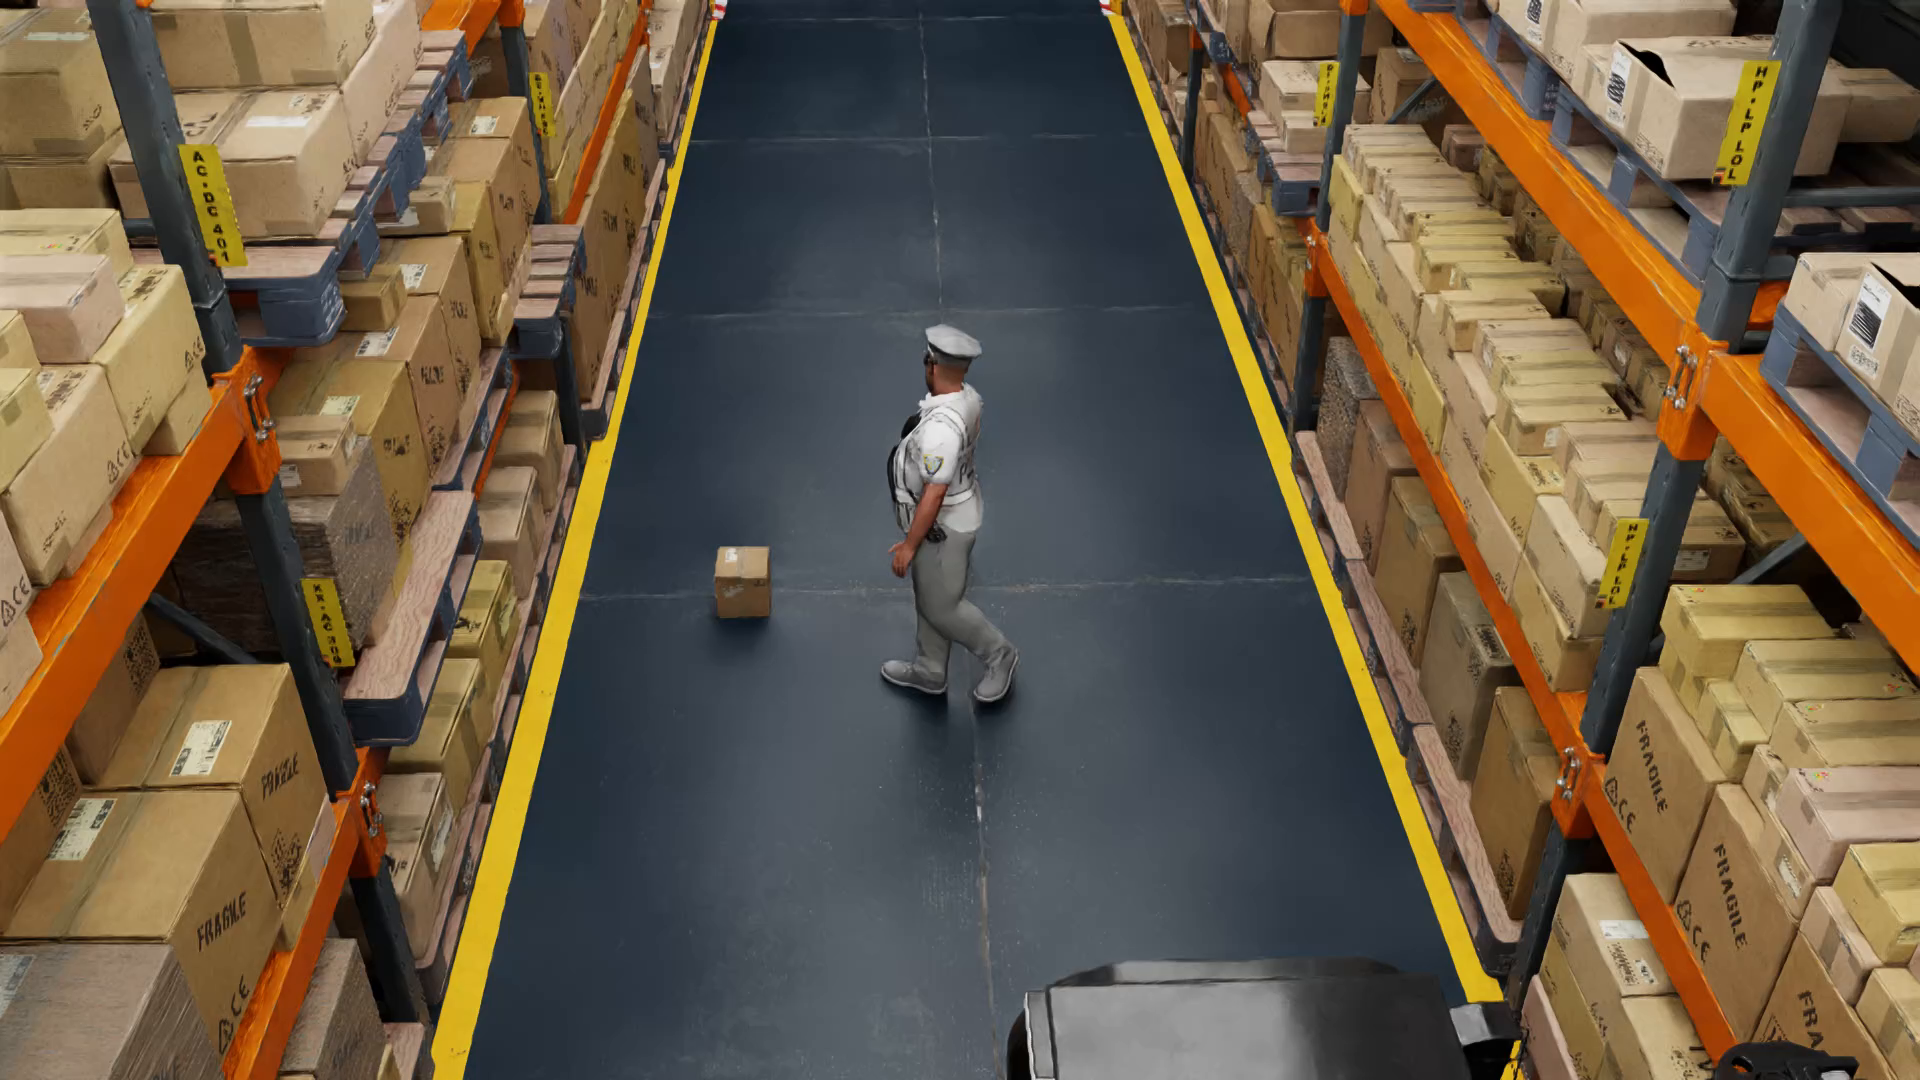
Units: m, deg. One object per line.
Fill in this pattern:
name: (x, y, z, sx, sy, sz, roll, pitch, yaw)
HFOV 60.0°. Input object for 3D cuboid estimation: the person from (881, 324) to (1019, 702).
person: (-0.046, -0.086, 7.276, 0.640, 1.718, 0.587, 2, 35, 2)
